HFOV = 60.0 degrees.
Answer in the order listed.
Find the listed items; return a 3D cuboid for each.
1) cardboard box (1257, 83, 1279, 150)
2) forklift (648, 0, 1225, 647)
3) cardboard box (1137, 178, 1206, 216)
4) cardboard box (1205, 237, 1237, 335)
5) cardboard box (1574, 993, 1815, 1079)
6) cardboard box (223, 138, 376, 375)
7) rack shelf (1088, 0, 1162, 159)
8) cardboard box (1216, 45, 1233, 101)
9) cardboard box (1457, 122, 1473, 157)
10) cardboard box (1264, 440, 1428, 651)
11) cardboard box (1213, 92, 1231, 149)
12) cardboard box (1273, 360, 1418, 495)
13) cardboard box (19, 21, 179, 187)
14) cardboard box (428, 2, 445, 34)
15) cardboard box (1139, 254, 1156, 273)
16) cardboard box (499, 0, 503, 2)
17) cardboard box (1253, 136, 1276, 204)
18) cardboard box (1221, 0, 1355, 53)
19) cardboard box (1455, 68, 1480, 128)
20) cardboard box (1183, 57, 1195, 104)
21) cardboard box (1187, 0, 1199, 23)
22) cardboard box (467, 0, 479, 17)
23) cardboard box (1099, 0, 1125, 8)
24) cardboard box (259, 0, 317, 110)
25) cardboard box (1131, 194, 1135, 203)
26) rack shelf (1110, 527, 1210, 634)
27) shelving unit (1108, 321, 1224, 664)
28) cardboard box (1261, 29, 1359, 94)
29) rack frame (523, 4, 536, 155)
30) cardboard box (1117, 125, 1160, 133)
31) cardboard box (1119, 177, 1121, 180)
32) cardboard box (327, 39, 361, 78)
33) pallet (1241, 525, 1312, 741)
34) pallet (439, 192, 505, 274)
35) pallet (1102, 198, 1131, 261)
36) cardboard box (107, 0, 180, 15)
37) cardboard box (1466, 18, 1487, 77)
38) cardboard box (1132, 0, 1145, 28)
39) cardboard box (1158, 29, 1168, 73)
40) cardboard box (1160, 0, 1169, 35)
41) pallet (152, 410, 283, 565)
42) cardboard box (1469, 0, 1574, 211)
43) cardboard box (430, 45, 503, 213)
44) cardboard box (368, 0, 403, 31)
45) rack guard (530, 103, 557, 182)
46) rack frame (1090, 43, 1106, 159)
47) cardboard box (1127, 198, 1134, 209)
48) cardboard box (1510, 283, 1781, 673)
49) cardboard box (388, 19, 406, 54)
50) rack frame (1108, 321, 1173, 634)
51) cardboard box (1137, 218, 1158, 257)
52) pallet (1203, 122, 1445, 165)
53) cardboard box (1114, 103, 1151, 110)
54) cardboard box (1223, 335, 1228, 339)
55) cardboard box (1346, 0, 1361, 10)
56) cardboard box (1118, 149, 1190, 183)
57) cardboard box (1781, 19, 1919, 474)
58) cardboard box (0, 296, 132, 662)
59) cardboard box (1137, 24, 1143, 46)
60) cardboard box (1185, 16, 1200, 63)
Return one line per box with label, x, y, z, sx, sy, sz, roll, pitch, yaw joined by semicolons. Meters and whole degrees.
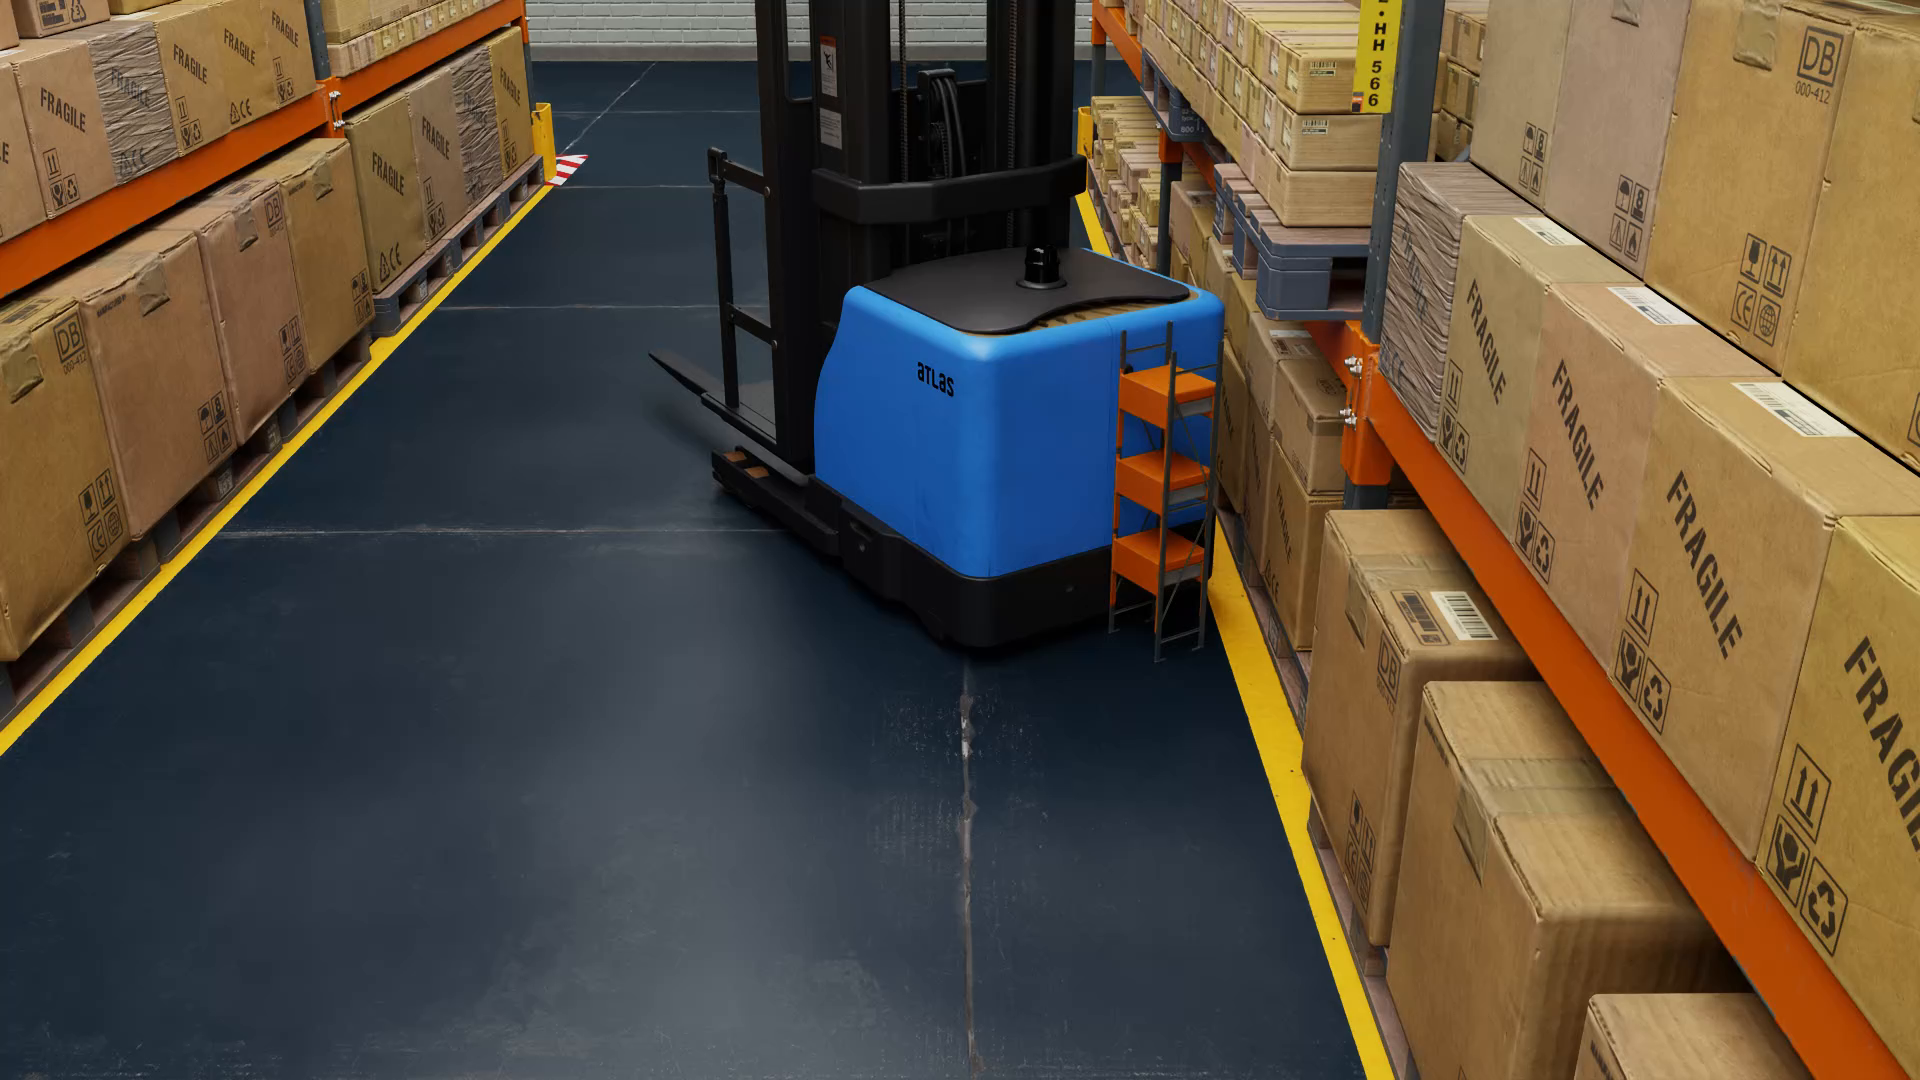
cardboard box;1.050;-1.196;4.688;0.380;0.149;0.250;1;24;1
forklift;-0.335;-1.552;6.124;1.130;2.935;3.031;-15;28;-29
cardboard box;1.155;-1.837;8.899;0.380;0.149;0.250;0;24;-1
cardboard box;1.225;-0.979;6.388;0.500;0.250;0.500;1;24;1
cardboard box;1.456;1.157;2.272;1.050;0.750;0.750;0;24;-1
cardboard box;-3.462;-1.299;7.551;1.225;0.875;0.875;0;24;0
rack shelf;1.450;-2.817;9.710;1.077;0.370;4.000;0;24;-1
cardboard box;1.042;-1.510;5.383;0.380;0.149;0.250;0;24;-1
cardboard box;1.706;-1.156;4.961;0.380;0.149;0.250;1;24;2
cardboard box;1.247;0.006;5.121;0.500;0.500;0.500;0;24;-1
cardboard box;1.043;-1.372;5.439;0.380;0.149;0.250;-1;24;-3
cardboard box;1.246;-0.347;4.990;0.500;0.250;0.500;-1;24;-2
cardboard box;-3.199;-1.568;5.955;0.500;0.500;0.500;0;24;0
cardboard box;-3.178;-2.991;9.528;0.380;0.149;0.250;-1;24;-2
cardboard box;1.127;-1.373;8.595;0.380;0.149;0.250;0;24;0
cardboard box;-3.195;-3.621;10.921;0.380;0.149;0.250;0;24;0
cardboard box;1.050;-1.052;4.732;0.380;0.149;0.250;0;24;-1
cardboard box;1.045;-1.641;5.311;0.380;0.149;0.250;0;24;-1
cardboard box;1.700;-1.306;4.932;0.380;0.149;0.250;-1;24;-2
cardboard box;1.036;-1.695;6.152;0.380;0.149;0.250;-1;24;-2
cardboard box;1.031;-1.971;6.041;0.380;0.149;0.250;1;24;1
cardboard box;-3.187;-3.307;10.227;0.380;0.149;0.250;-1;24;-2
cardboard box;1.098;-3.503;10.661;0.380;0.149;0.250;-1;24;-2
cardboard box;-3.211;-2.194;7.339;0.500;0.500;0.500;0;24;0
cardboard box;1.205;-2.017;9.660;0.380;0.149;0.250;-1;24;-3
rack shelf;0.648;0.118;5.416;0.215;0.259;0.240;-15;28;-29
shelving unit;0.648;-0.145;5.297;0.215;1.050;0.252;-15;28;-29
cardboard box;1.051;-1.323;4.609;0.380;0.149;0.250;-1;24;-1
rack frame;-3.532;-3.988;11.427;1.000;3.000;0.127;0;24;-1
cardboard box;1.171;-2.481;10.323;0.380;0.149;0.250;1;24;2
cardboard box;1.199;-2.223;10.476;0.380;0.149;0.250;0;24;0
cardboard box;-3.159;-2.348;8.107;0.380;0.149;0.250;0;24;0
pallet;1.509;0.277;5.382;1.003;0.211;1.213;0;24;-1
pallet;-3.435;-1.887;10.165;1.003;0.211;1.213;0;24;-1
pallet;1.413;-1.830;10.041;1.003;0.211;1.213;0;24;-1
cardboard box;-3.478;-2.296;6.348;0.797;0.503;0.637;0;24;0
cardboard box;1.700;-1.423;4.830;0.380;0.149;0.250;0;24;-1
cardboard box;1.180;-2.913;8.569;0.500;0.500;0.500;-1;24;-2
cardboard box;1.024;-2.015;6.862;0.380;0.149;0.250;0;24;0
cardboard box;1.024;-2.155;6.809;0.380;0.149;0.250;0;24;1
pallet;-3.389;-0.247;6.541;1.003;0.211;1.213;0;24;-1
cardboard box;1.511;-0.988;3.460;0.700;0.500;0.500;0;24;-1
cardboard box;-3.436;-2.573;10.367;0.875;0.875;0.875;0;24;-1
cardboard box;-3.232;-2.806;8.636;0.500;0.250;0.500;0;24;-1
rack guard;-3.533;-2.859;11.964;1.175;0.500;0.348;0;24;-1
rack frame;1.428;-3.968;11.384;1.000;3.000;0.127;0;24;-1
cardboard box;1.180;-1.907;9.776;0.380;0.149;0.250;0;24;0
cardboard box;1.264;-0.114;2.741;0.500;0.500;0.500;0;24;-1
cardboard box;-3.170;-2.674;8.826;0.380;0.149;0.250;-1;24;-2
rack frame;0.582;-0.188;5.391;0.200;1.050;0.008;-15;28;-29
cardboard box;1.135;-1.588;8.710;0.380;0.149;0.250;-1;24;-3
pallet;1.453;-1.400;5.938;1.003;0.211;1.213;0;24;-1
cardboard box;1.218;-2.801;11.032;0.380;0.149;0.250;0;24;0
cardboard box;1.241;-0.633;6.534;0.500;0.500;0.500;0;24;0
cardboard box;1.678;-2.077;6.275;0.380;0.149;0.250;-1;24;-2
cardboard box;1.120;-2.166;9.628;0.380;0.149;0.250;-1;24;-2
cardboard box;1.531;-0.358;2.066;0.700;0.500;0.500;0;24;-1
cardboard box;-3.432;-0.199;5.119;1.225;0.875;0.875;-1;24;-3
cardboard box;1.169;-2.757;9.010;0.380;0.149;0.250;-1;24;-3
cardboard box;1.036;-1.828;6.085;0.380;0.149;0.250;-1;24;-1
